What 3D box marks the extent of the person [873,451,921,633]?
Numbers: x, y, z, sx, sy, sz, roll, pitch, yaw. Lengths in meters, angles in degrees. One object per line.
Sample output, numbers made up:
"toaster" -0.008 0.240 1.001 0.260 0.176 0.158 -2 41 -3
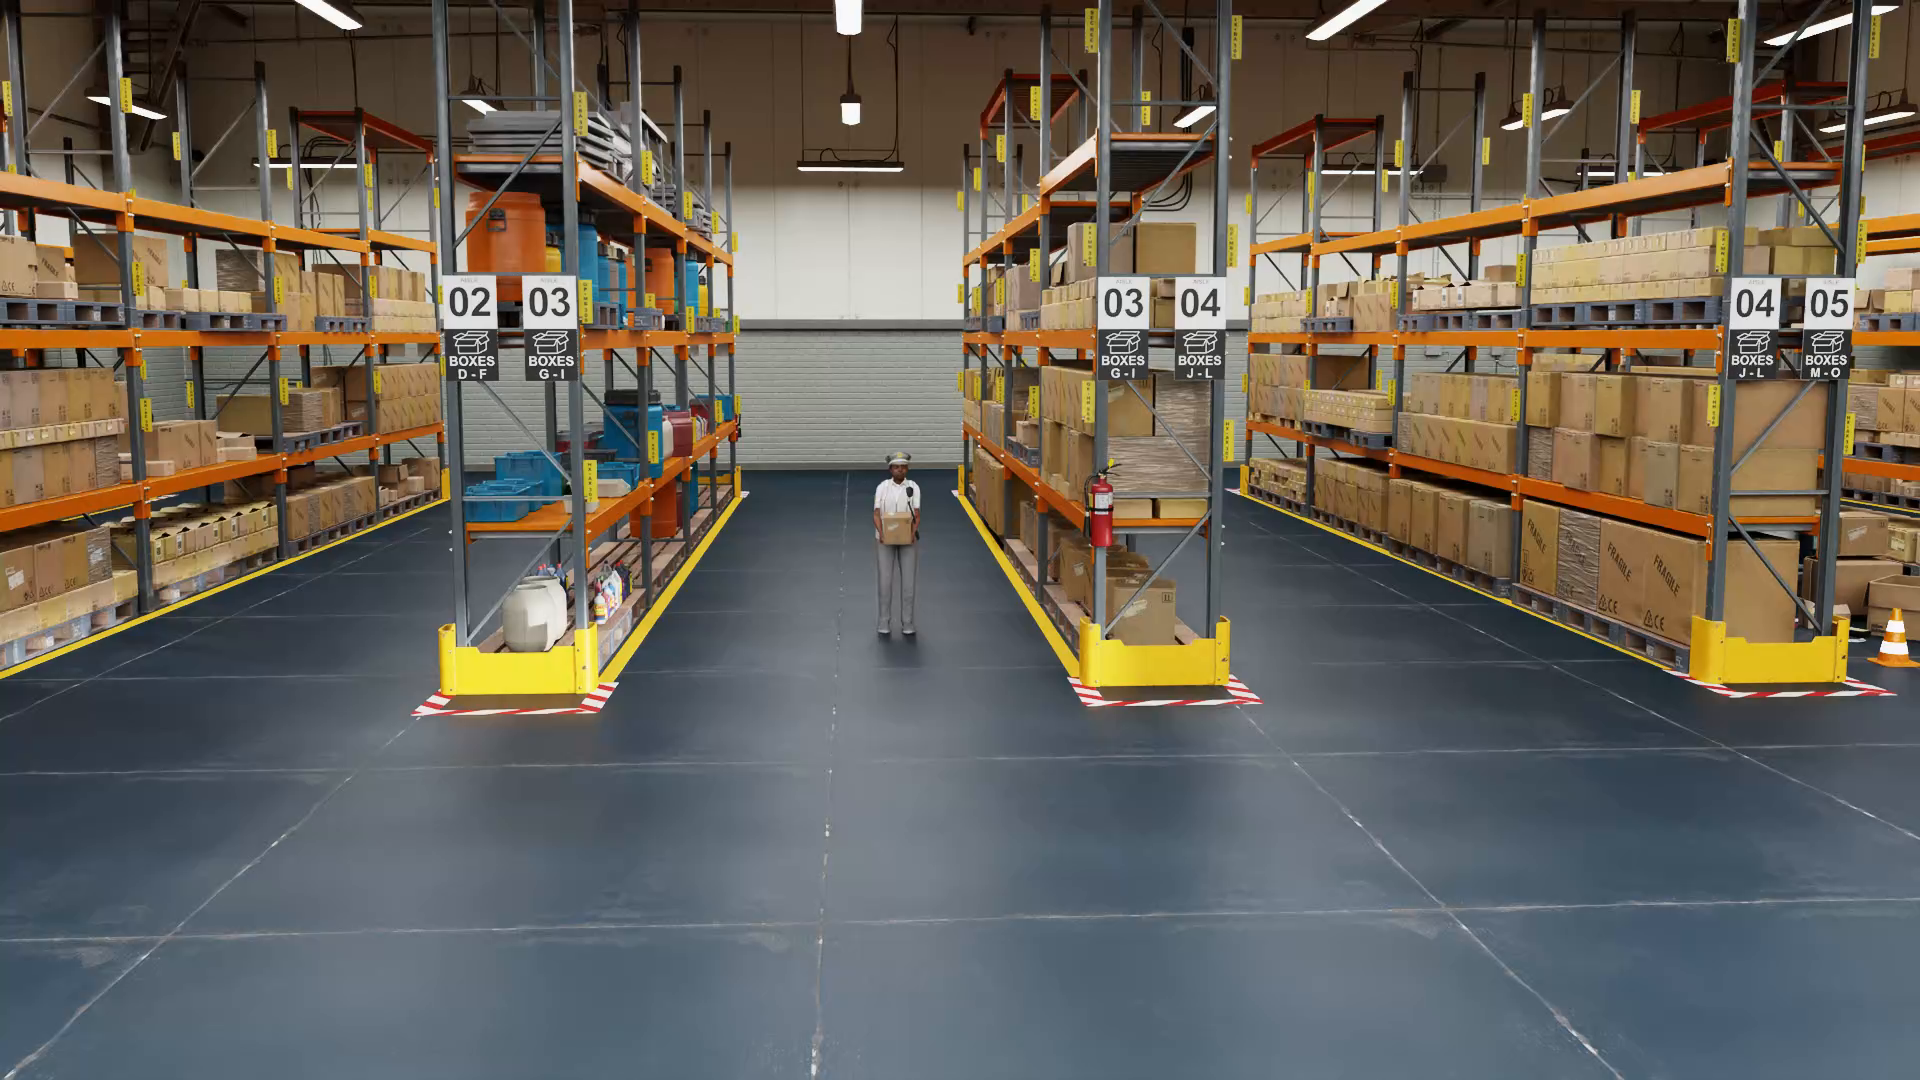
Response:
"person" -0.584 0.021 15.473 0.450 1.688 0.540 0 7 -3
